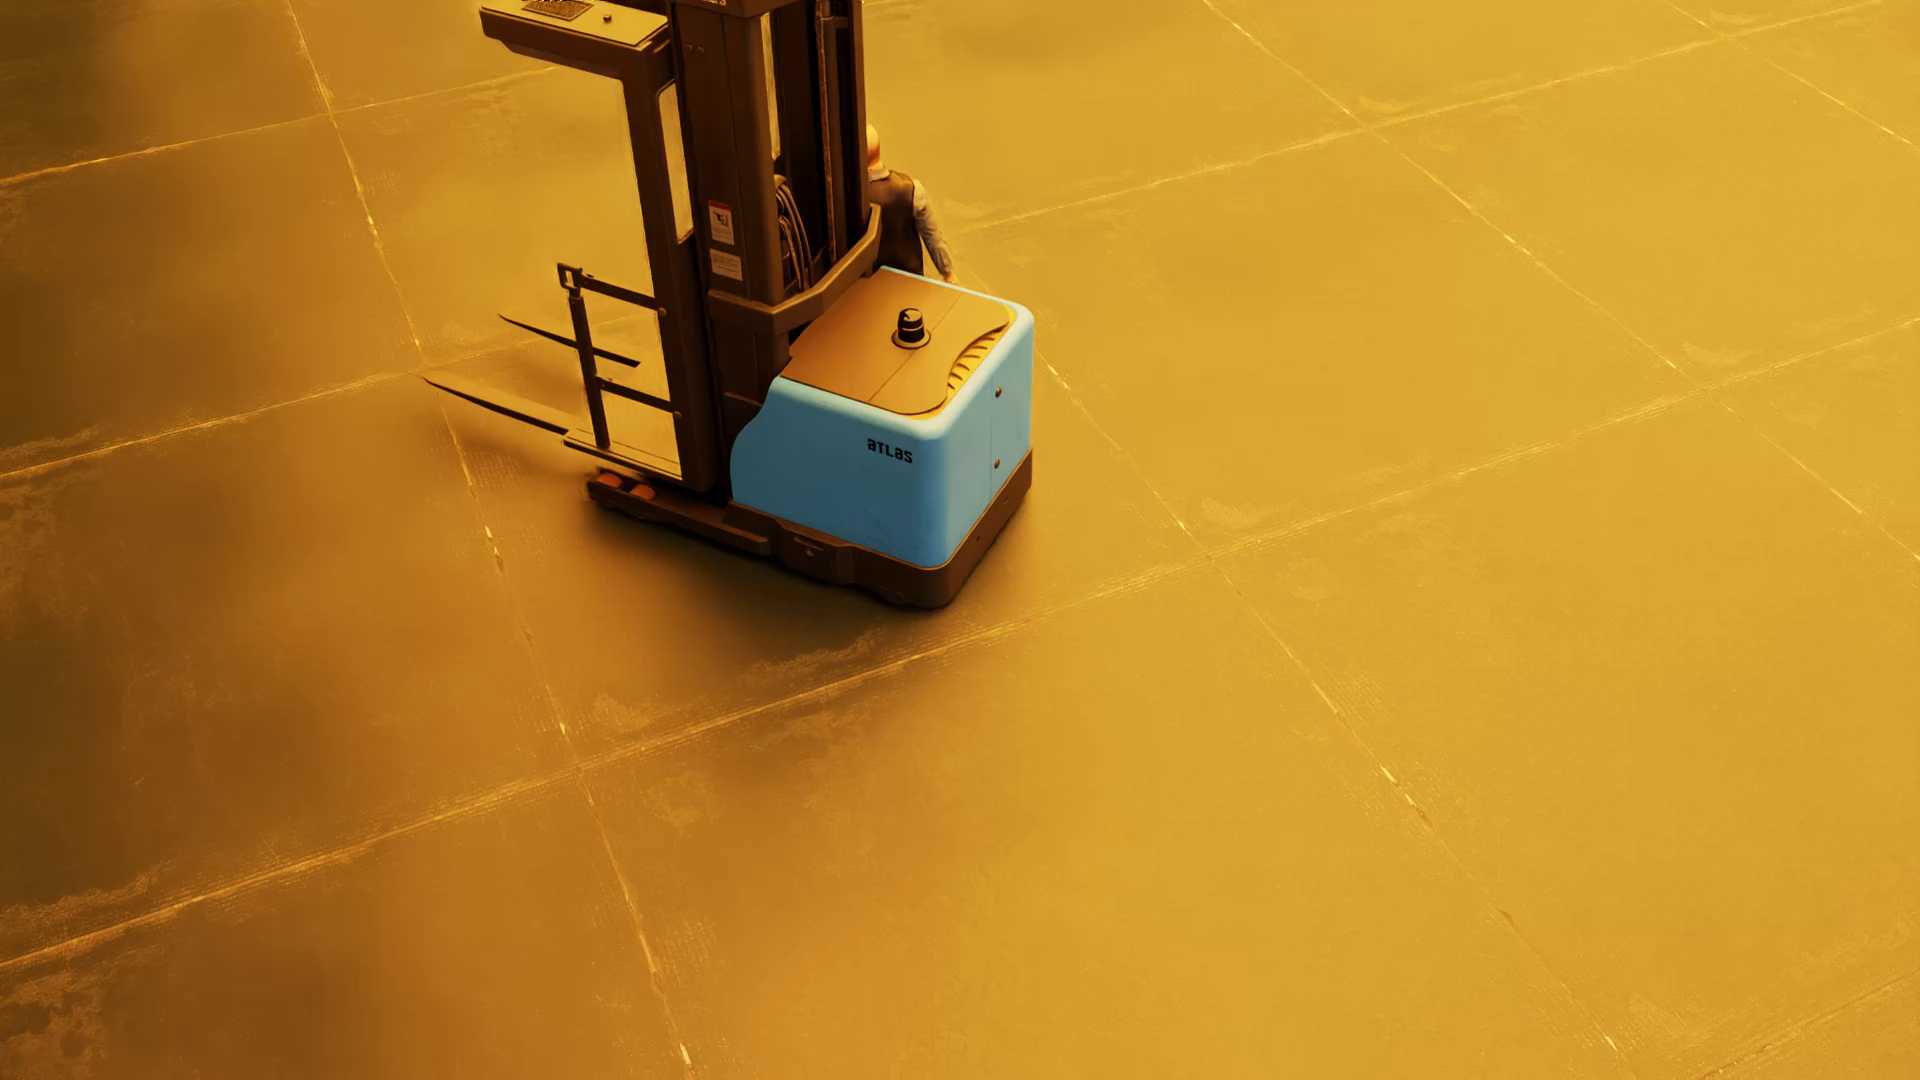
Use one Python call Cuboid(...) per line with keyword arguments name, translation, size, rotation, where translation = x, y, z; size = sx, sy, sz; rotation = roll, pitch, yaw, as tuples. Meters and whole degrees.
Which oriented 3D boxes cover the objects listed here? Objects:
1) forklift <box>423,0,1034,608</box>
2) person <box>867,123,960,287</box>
Cuboid(name="forklift", translation=(-1.208, -1.472, 7.257), size=(3.031, 2.935, 1.130), rotation=(19, 46, 19))
Cuboid(name="person", translation=(-0.406, -1.333, 8.014), size=(0.723, 1.625, 0.945), rotation=(-12, 44, -12))
